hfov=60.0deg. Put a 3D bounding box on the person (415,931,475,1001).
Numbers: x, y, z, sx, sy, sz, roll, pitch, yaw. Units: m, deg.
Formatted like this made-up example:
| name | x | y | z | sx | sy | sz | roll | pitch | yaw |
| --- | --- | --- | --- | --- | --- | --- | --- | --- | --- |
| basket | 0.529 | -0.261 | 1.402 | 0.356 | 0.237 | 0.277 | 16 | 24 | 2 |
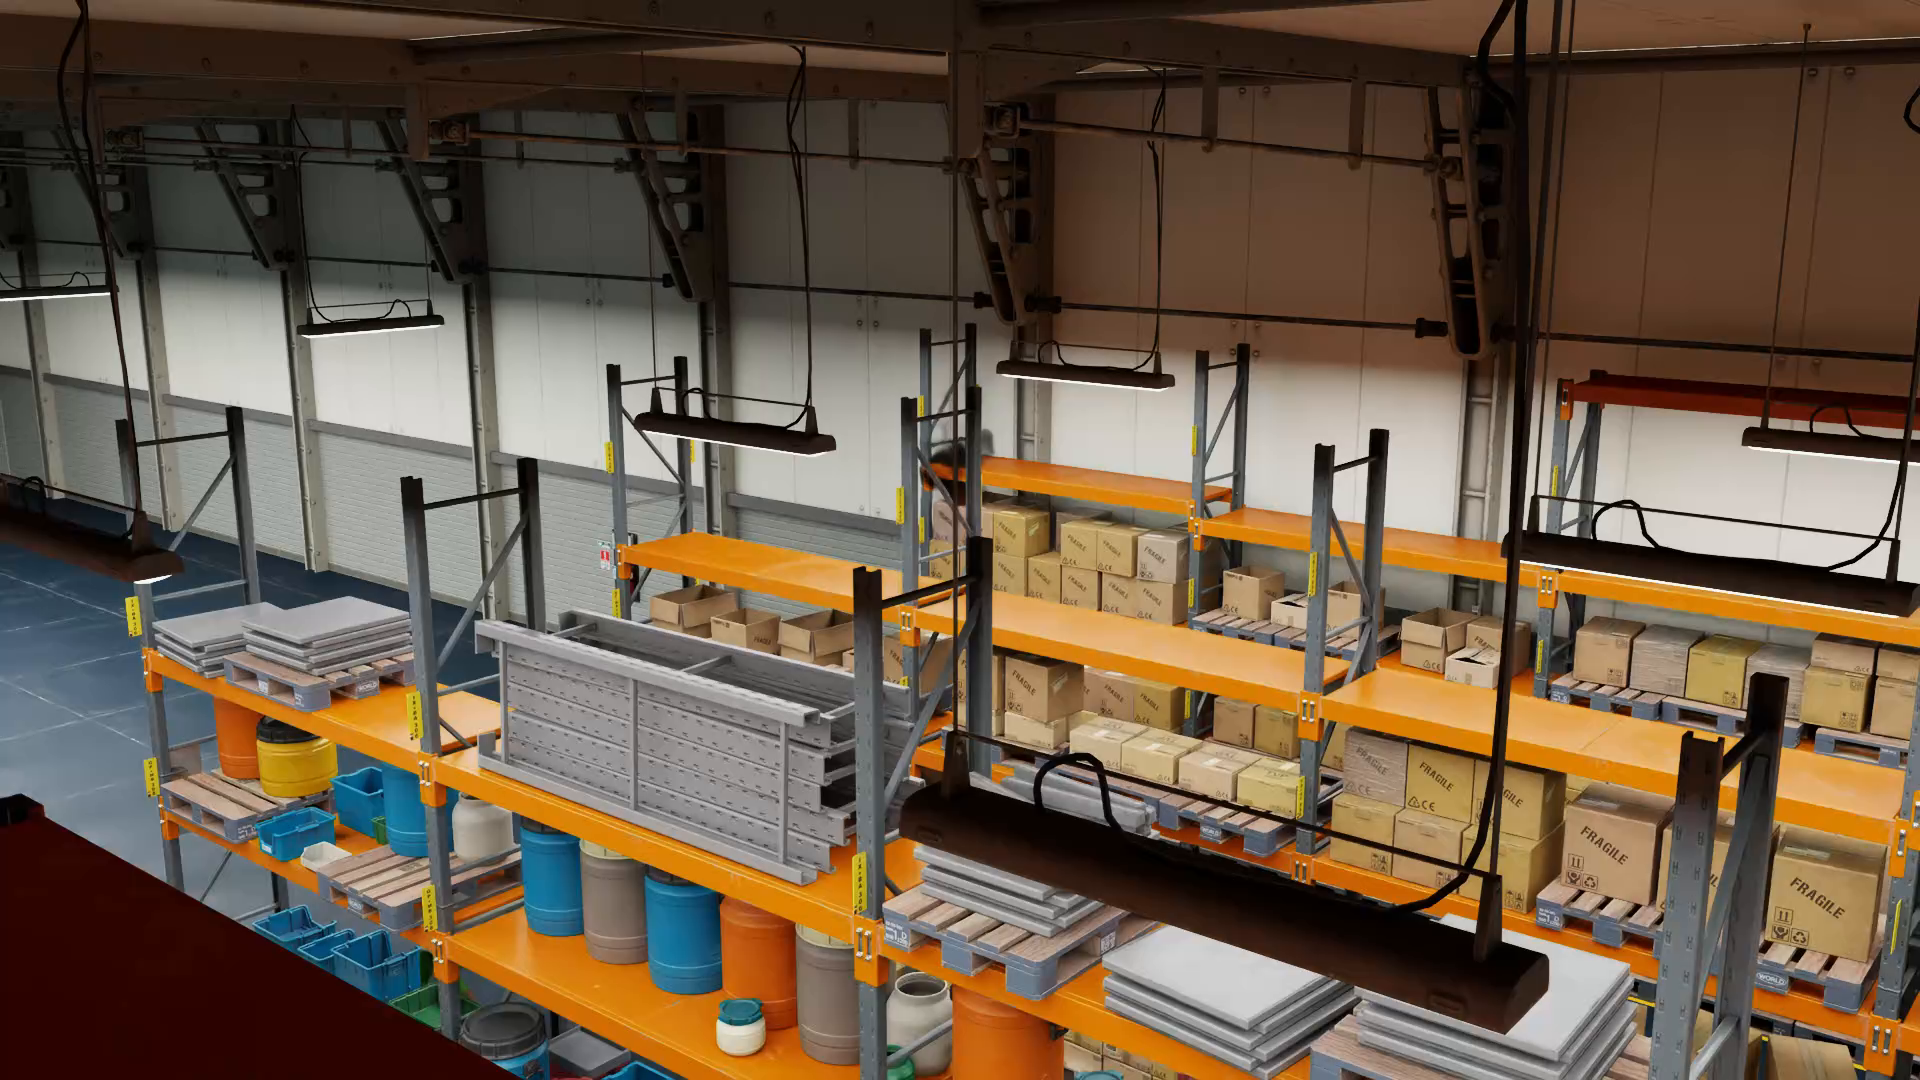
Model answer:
| name | x | y | z | sx | sy | sz | roll | pitch | yaw |
| --- | --- | --- | --- | --- | --- | --- | --- | --- | --- |
| person | -4.824 | 3.770 | 15.416 | 0.797 | 1.830 | 0.640 | 6 | 14 | 24 |
